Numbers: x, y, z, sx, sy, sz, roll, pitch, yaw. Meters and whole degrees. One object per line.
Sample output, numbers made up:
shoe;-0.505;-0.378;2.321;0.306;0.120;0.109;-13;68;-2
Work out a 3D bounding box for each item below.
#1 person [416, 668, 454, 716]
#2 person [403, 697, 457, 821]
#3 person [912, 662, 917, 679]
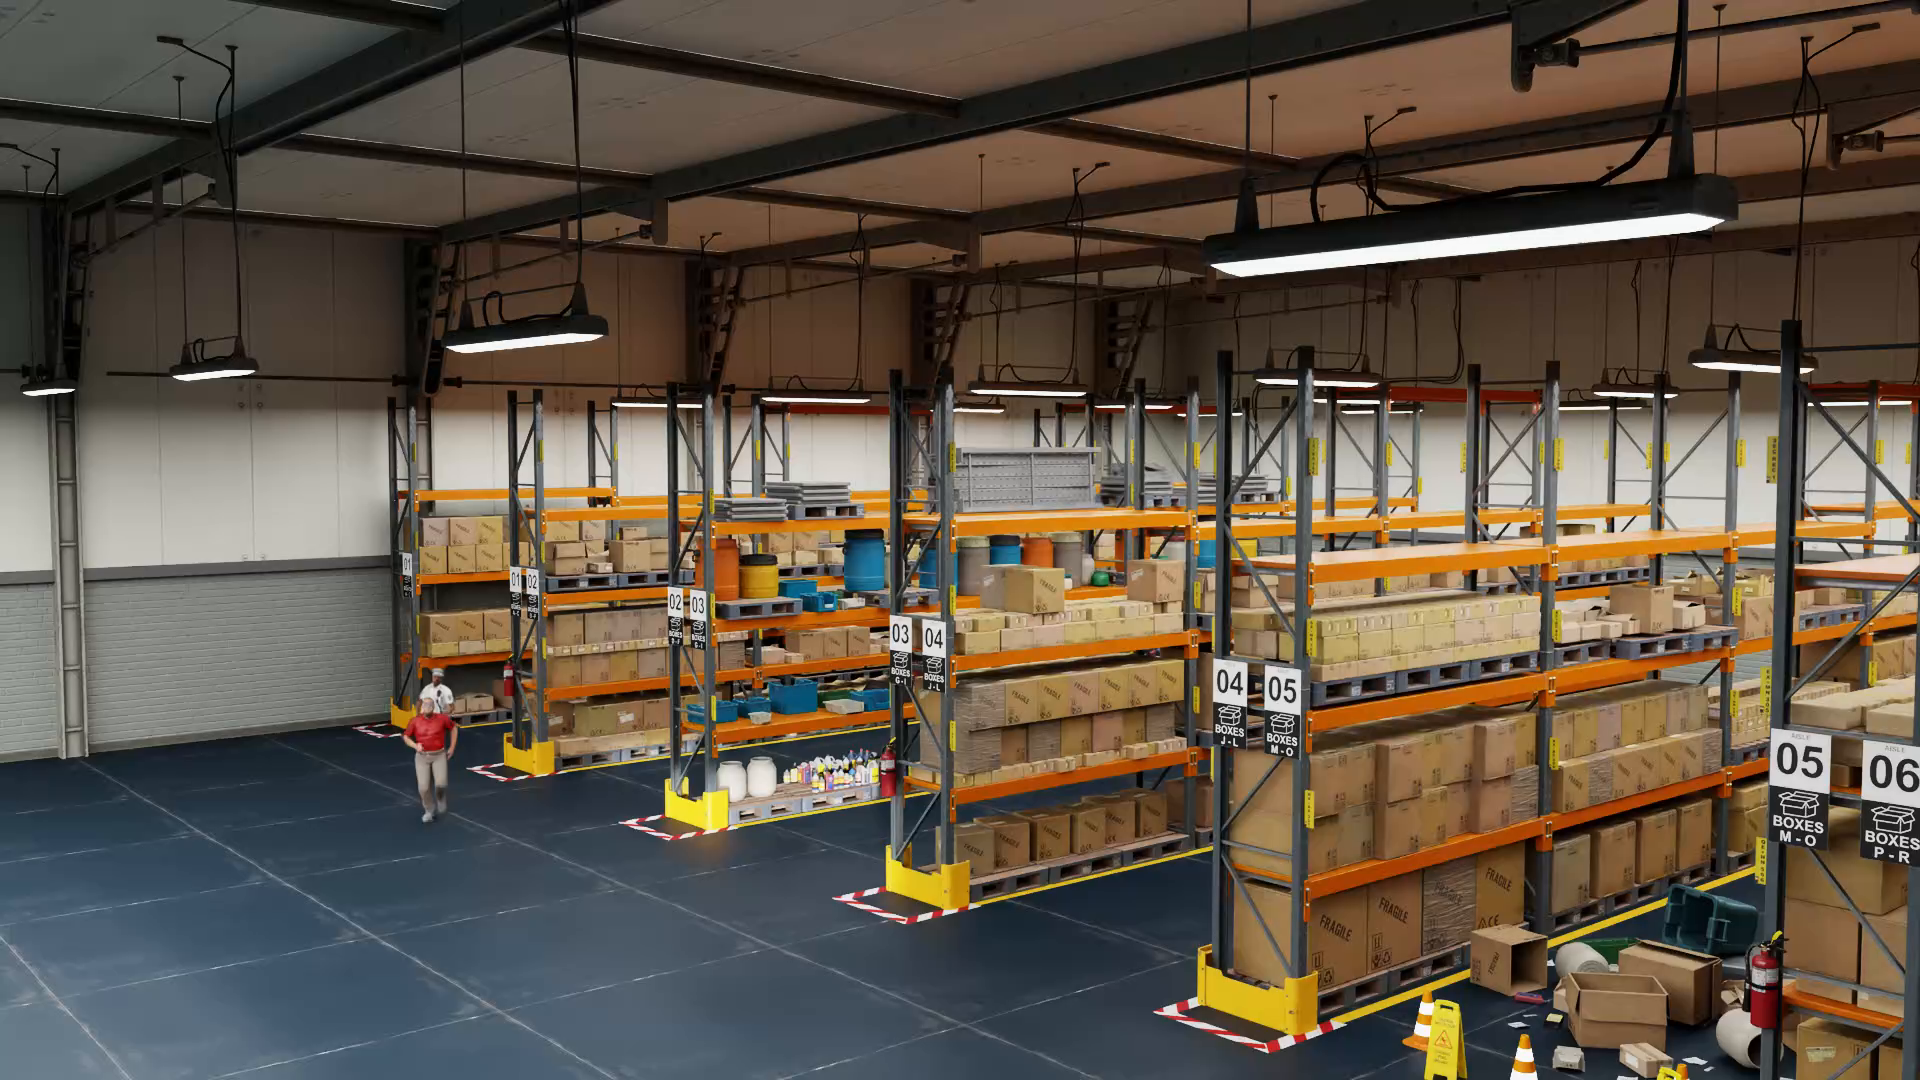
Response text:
person;-8.237;2.827;26.114;0.625;1.664;0.615;0;3;4
person;-7.214;2.993;22.671;0.716;1.697;0.579;-1;4;-18
person;-0.822;1.984;34.977;0.692;1.885;0.800;3;5;43
